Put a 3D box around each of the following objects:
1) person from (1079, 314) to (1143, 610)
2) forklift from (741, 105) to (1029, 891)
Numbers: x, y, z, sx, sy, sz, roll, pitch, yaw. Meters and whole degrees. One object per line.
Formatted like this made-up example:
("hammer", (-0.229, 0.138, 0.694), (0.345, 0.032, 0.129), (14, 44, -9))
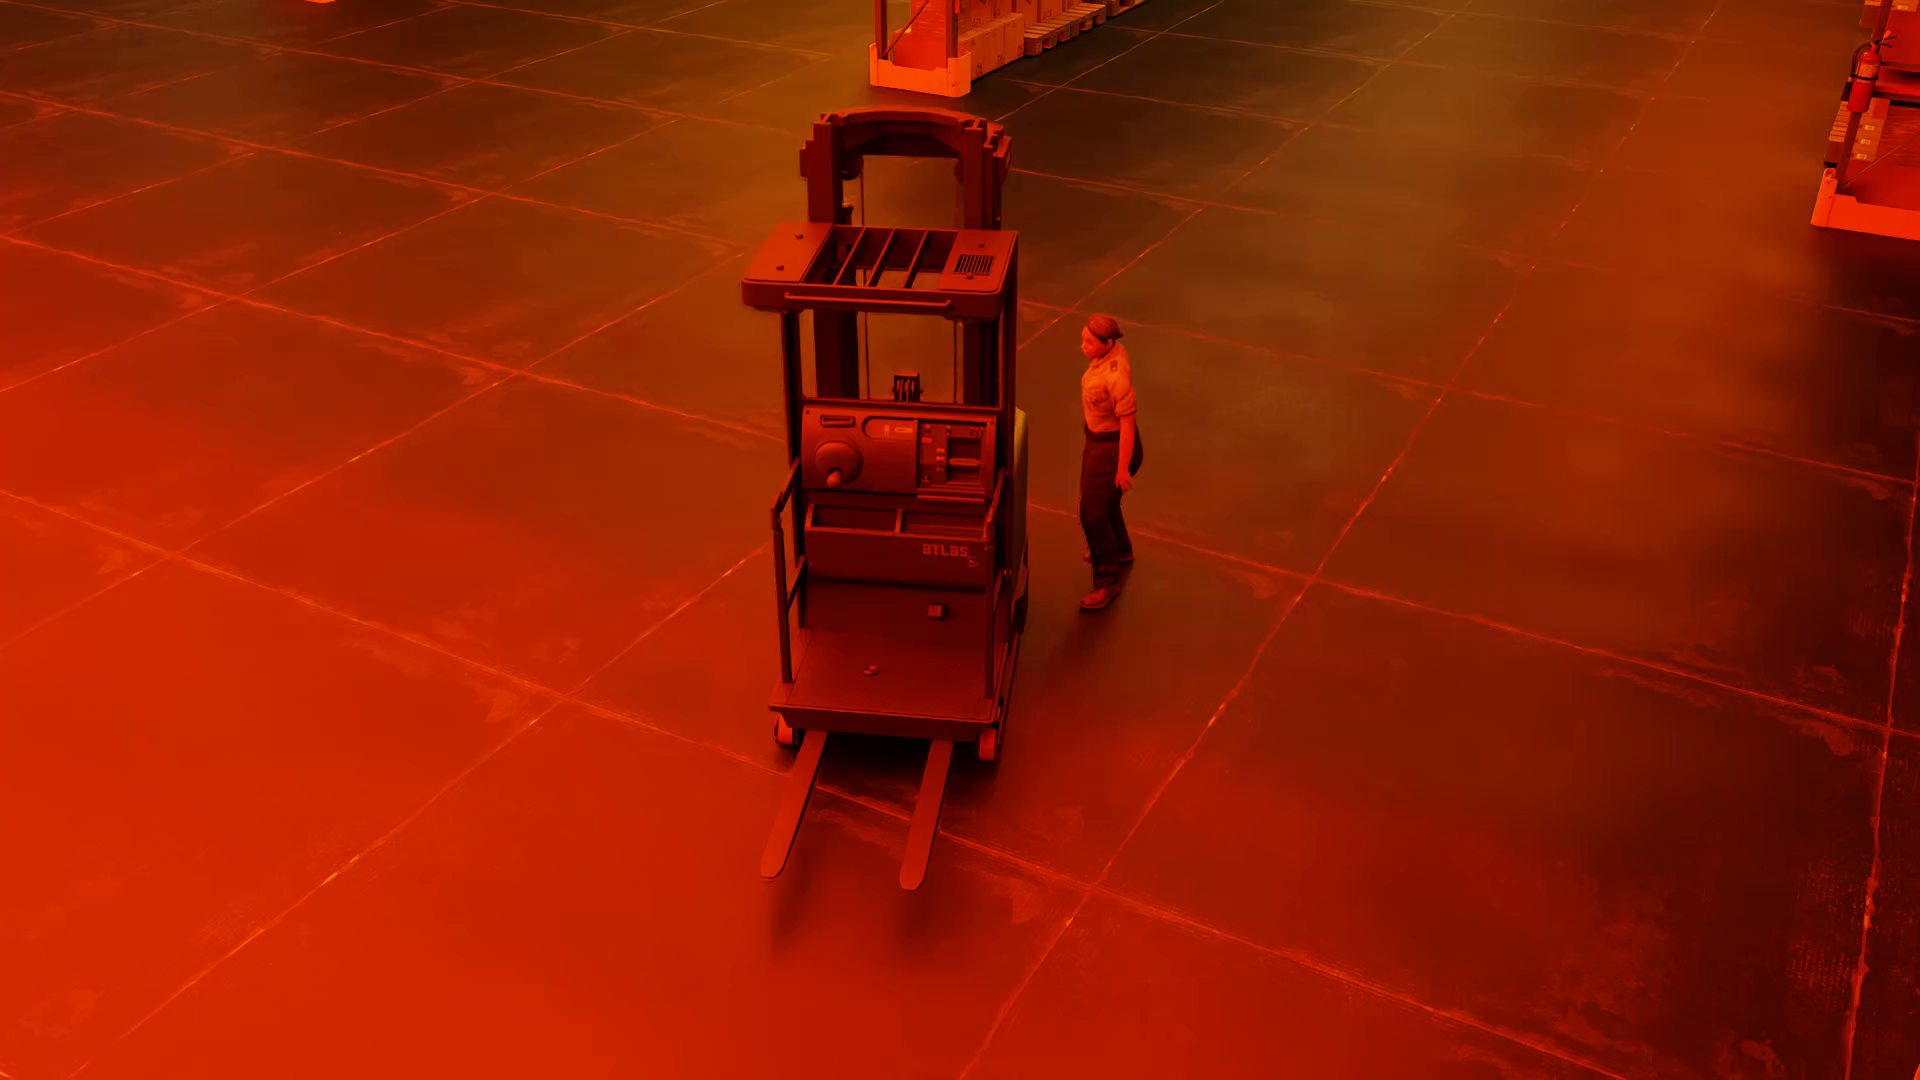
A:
("person", (0.839, -0.491, 9.263), (0.378, 1.609, 0.816), (-1, 30, -2))
("forklift", (-0.317, -0.373, 7.717), (1.130, 2.935, 3.031), (4, 30, 7))
